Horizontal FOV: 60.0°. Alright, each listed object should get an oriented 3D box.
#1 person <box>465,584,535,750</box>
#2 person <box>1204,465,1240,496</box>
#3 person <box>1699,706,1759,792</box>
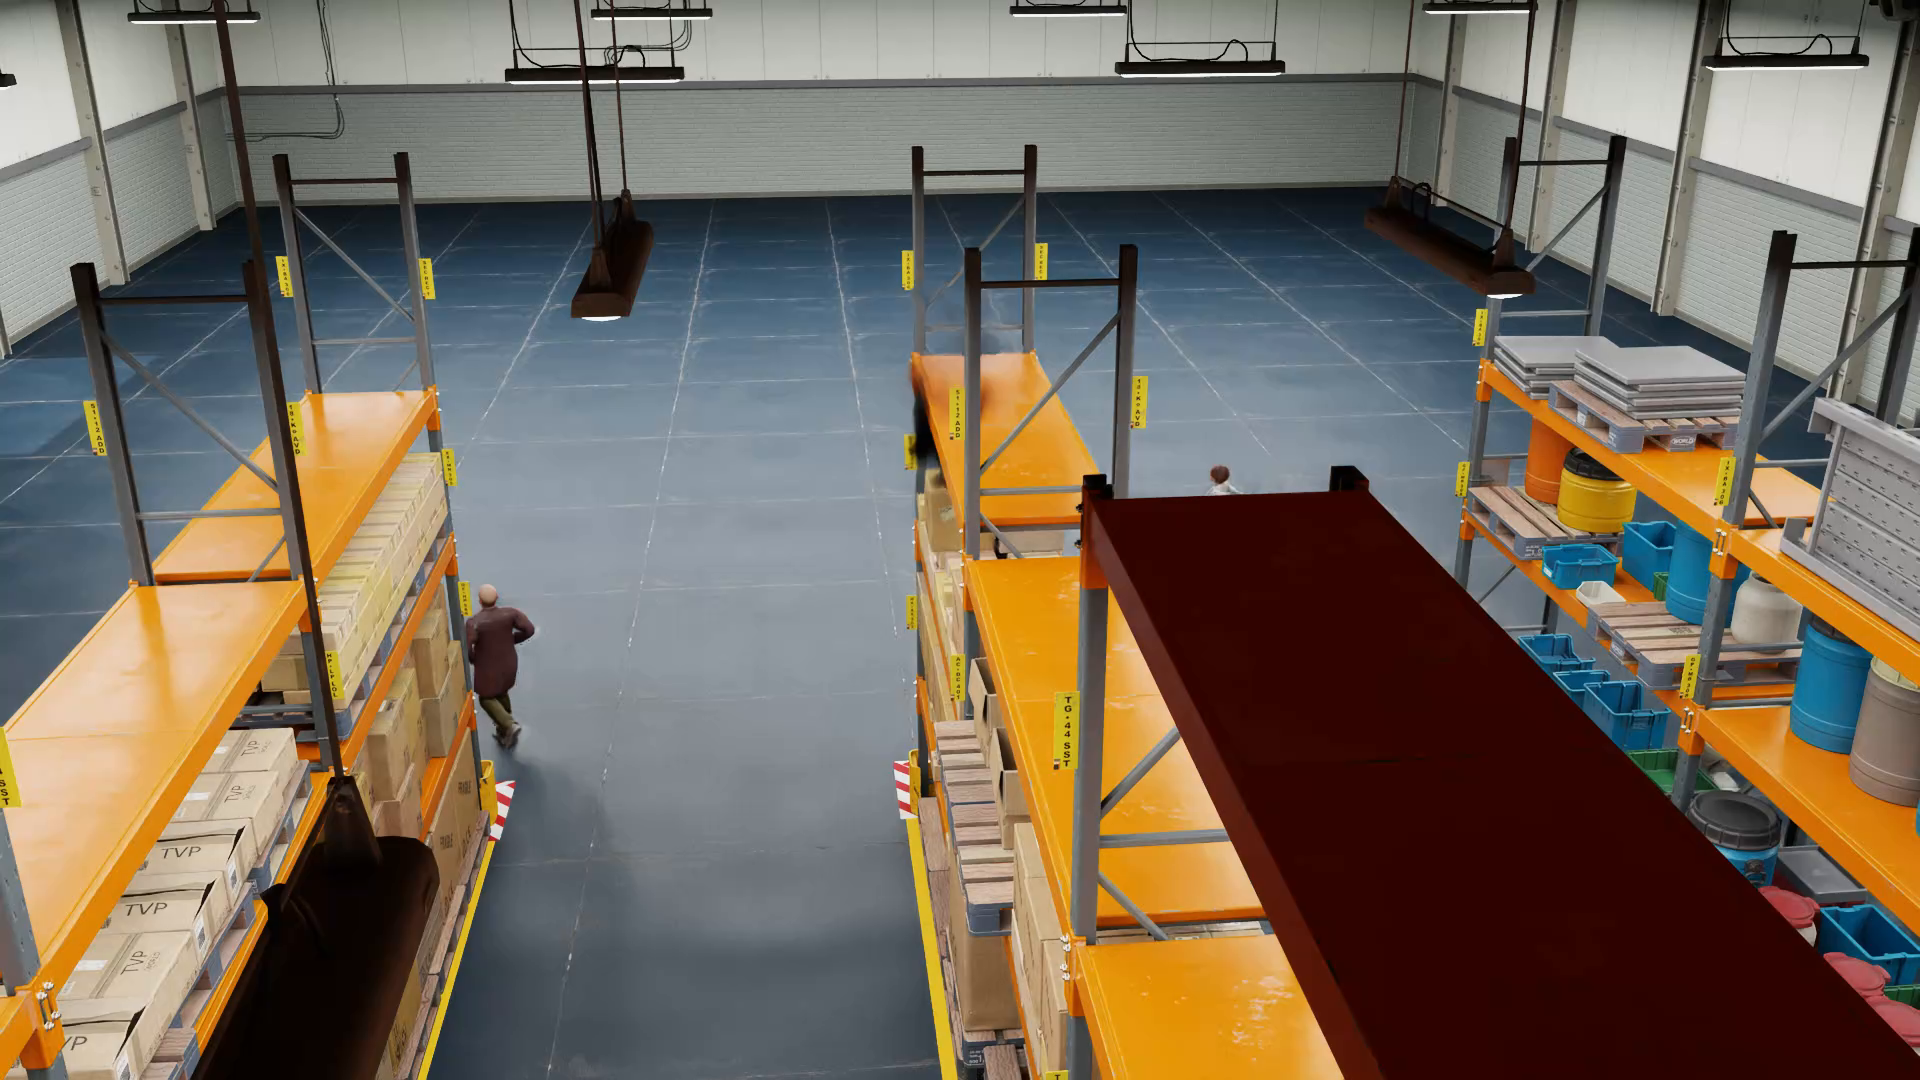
[{"bbox_3d":[-4.485,1.249,16.167,0.760,1.765,0.702,-15,26,-33],"label":"person"},{"bbox_3d":[3.062,-0.122,19.760,0.737,1.643,0.510,6,22,14],"label":"person"},{"bbox_3d":[6.790,1.840,14.825,0.608,1.643,0.685,-6,22,-14],"label":"person"}]
